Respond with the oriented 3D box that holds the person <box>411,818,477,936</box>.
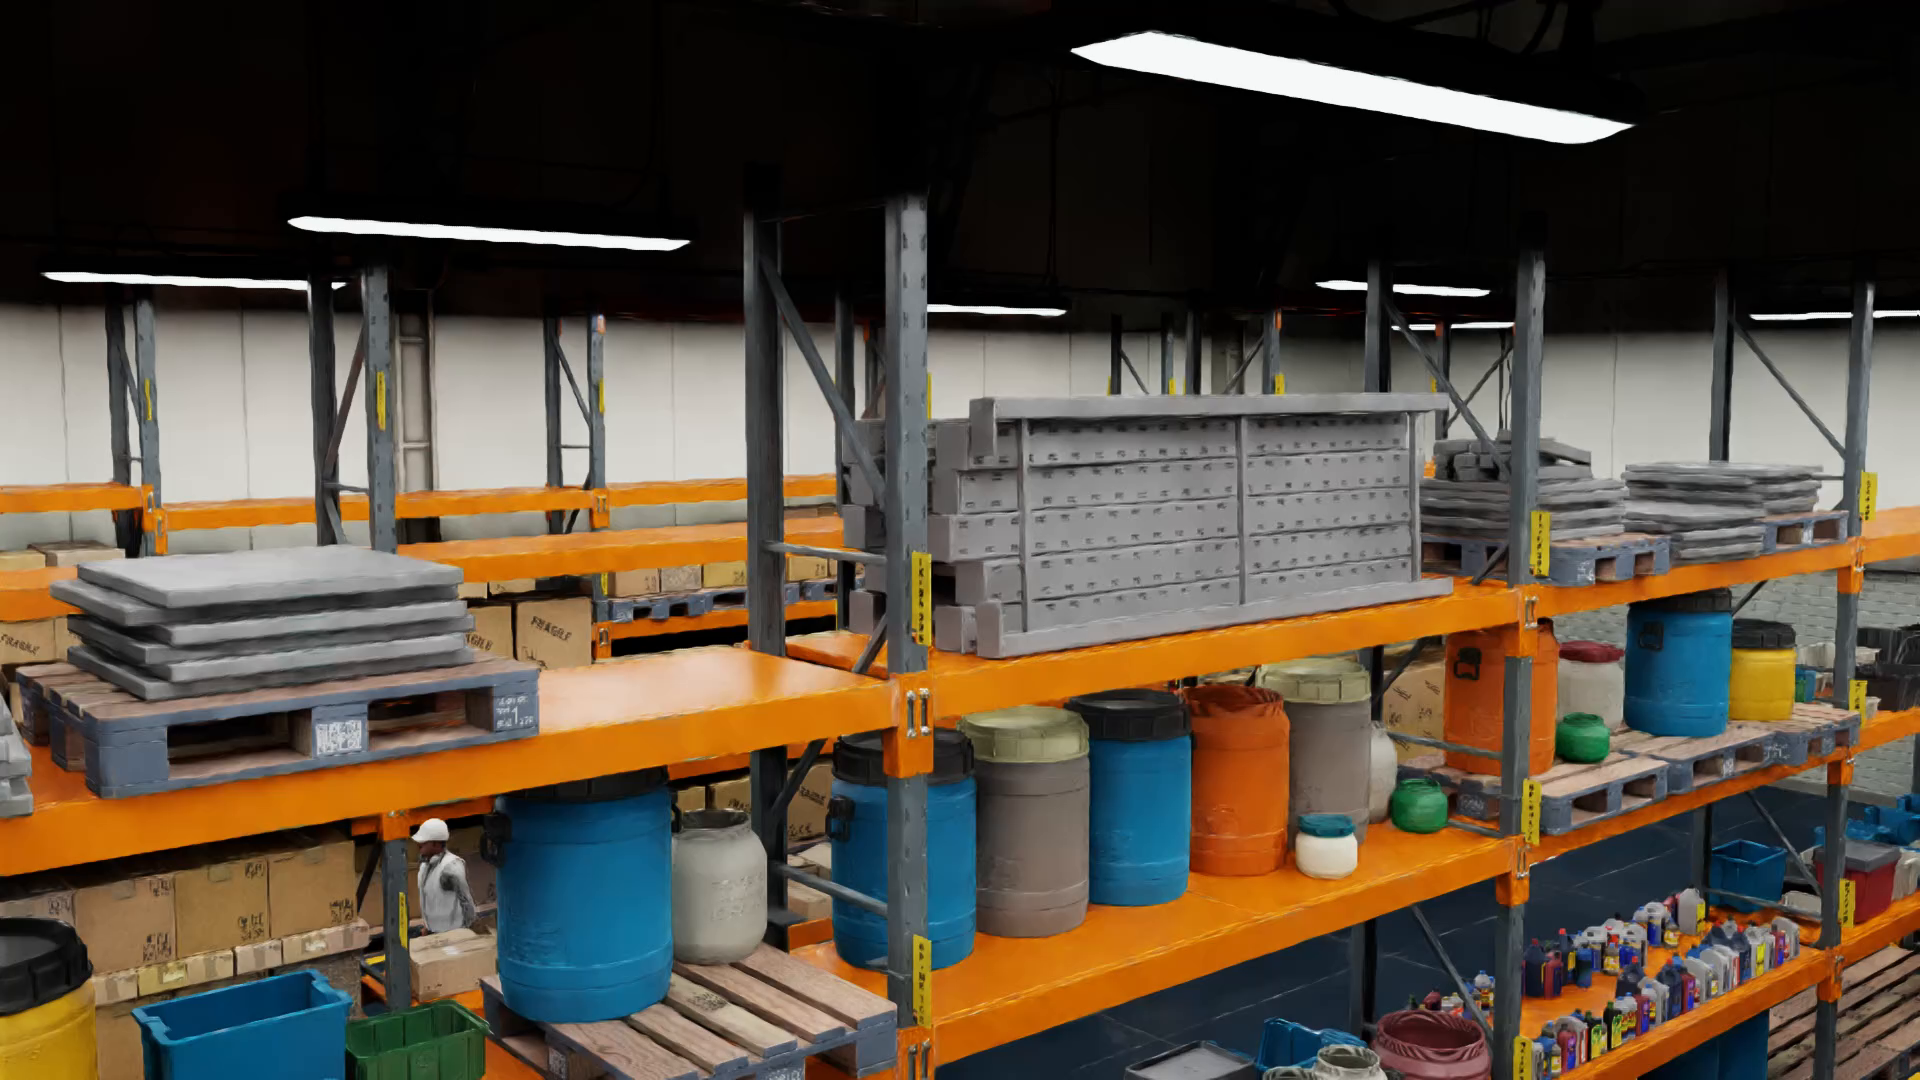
[{"bbox_3d":[-4.125,3.034,13.199,1.105,1.695,0.546,-5,7,-41],"label":"person"}]
